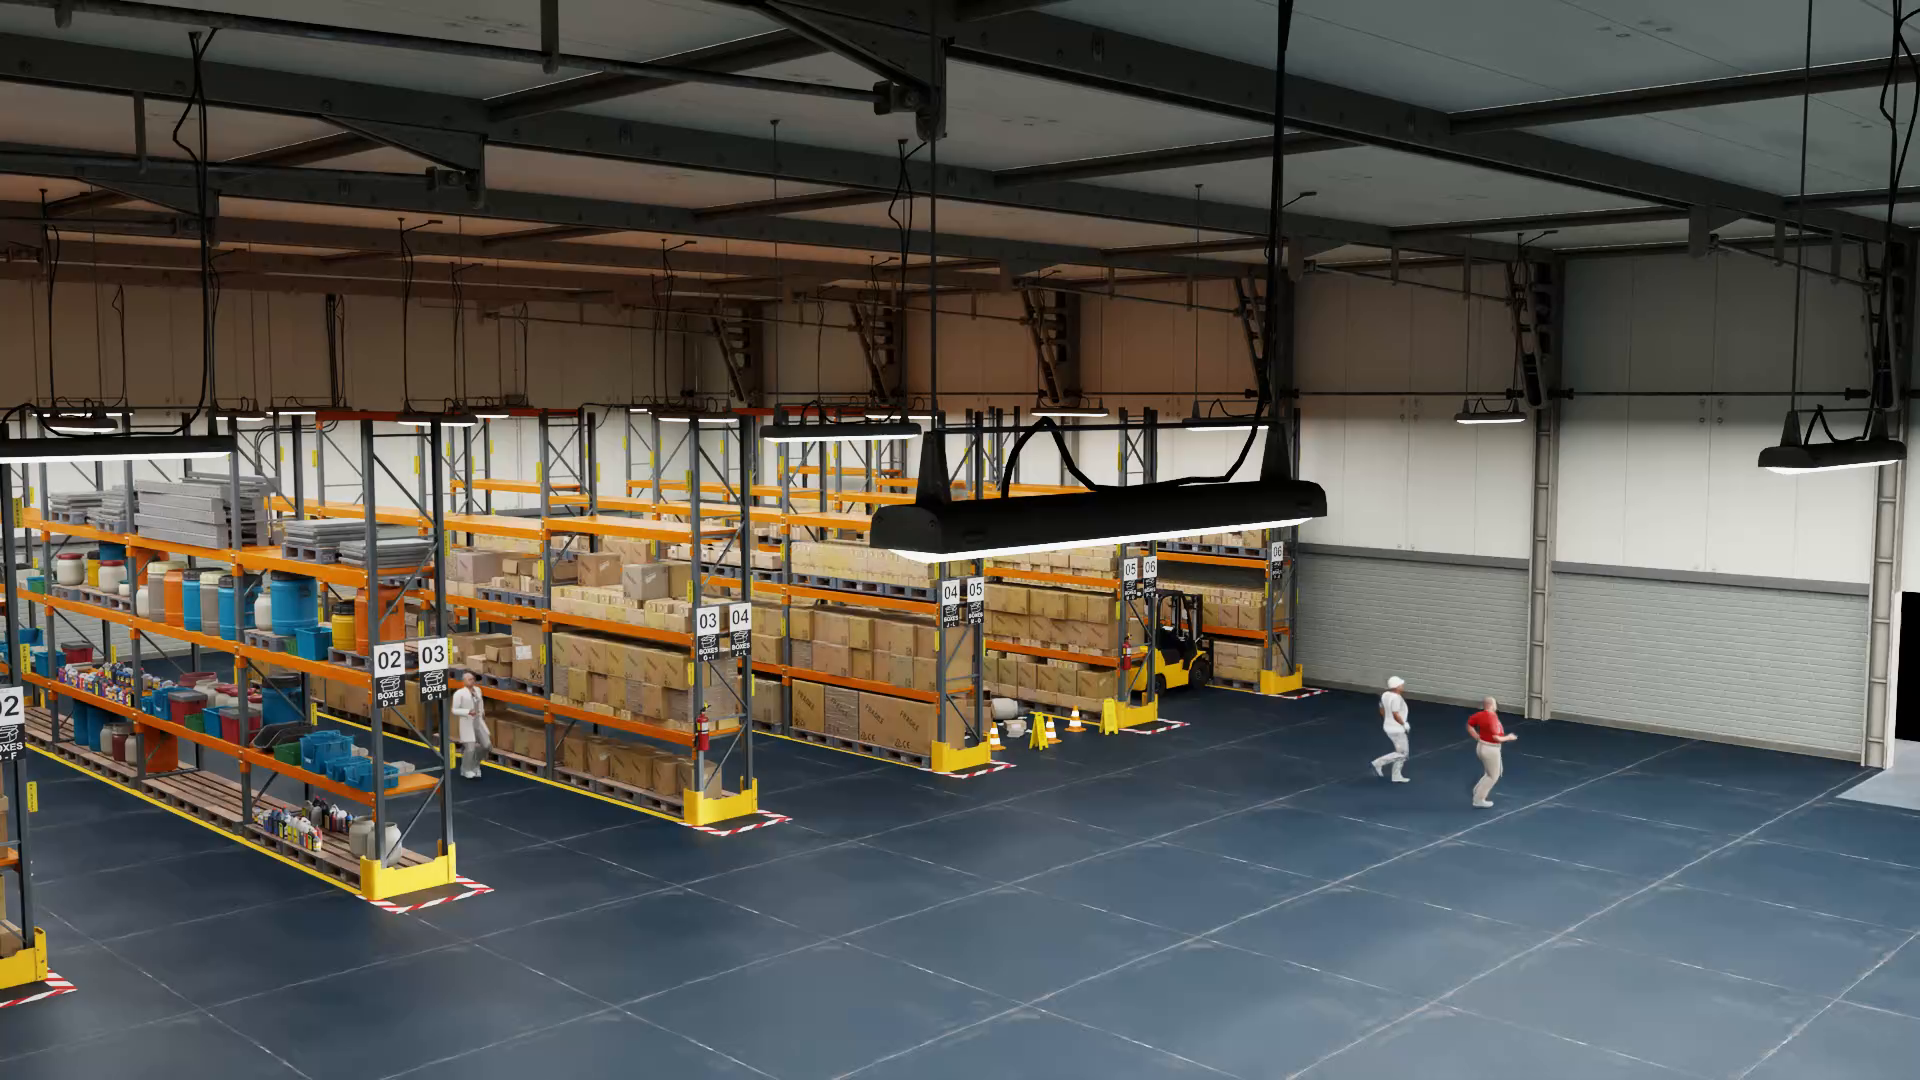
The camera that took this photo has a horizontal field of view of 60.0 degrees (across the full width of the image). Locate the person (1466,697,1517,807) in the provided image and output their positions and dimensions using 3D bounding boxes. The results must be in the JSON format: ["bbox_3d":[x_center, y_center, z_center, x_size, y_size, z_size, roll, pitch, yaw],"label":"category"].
[{"bbox_3d":[8.142,3.236,25.407,0.638,1.705,0.640,-1,5,-9],"label":"person"}]

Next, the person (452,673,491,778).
[{"bbox_3d":[-7.954,3.045,27.213,0.690,1.751,0.683,4,7,40],"label":"person"}]

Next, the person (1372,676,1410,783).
[{"bbox_3d":[7.001,3.080,26.990,0.665,1.737,0.673,0,5,-3],"label":"person"}]
